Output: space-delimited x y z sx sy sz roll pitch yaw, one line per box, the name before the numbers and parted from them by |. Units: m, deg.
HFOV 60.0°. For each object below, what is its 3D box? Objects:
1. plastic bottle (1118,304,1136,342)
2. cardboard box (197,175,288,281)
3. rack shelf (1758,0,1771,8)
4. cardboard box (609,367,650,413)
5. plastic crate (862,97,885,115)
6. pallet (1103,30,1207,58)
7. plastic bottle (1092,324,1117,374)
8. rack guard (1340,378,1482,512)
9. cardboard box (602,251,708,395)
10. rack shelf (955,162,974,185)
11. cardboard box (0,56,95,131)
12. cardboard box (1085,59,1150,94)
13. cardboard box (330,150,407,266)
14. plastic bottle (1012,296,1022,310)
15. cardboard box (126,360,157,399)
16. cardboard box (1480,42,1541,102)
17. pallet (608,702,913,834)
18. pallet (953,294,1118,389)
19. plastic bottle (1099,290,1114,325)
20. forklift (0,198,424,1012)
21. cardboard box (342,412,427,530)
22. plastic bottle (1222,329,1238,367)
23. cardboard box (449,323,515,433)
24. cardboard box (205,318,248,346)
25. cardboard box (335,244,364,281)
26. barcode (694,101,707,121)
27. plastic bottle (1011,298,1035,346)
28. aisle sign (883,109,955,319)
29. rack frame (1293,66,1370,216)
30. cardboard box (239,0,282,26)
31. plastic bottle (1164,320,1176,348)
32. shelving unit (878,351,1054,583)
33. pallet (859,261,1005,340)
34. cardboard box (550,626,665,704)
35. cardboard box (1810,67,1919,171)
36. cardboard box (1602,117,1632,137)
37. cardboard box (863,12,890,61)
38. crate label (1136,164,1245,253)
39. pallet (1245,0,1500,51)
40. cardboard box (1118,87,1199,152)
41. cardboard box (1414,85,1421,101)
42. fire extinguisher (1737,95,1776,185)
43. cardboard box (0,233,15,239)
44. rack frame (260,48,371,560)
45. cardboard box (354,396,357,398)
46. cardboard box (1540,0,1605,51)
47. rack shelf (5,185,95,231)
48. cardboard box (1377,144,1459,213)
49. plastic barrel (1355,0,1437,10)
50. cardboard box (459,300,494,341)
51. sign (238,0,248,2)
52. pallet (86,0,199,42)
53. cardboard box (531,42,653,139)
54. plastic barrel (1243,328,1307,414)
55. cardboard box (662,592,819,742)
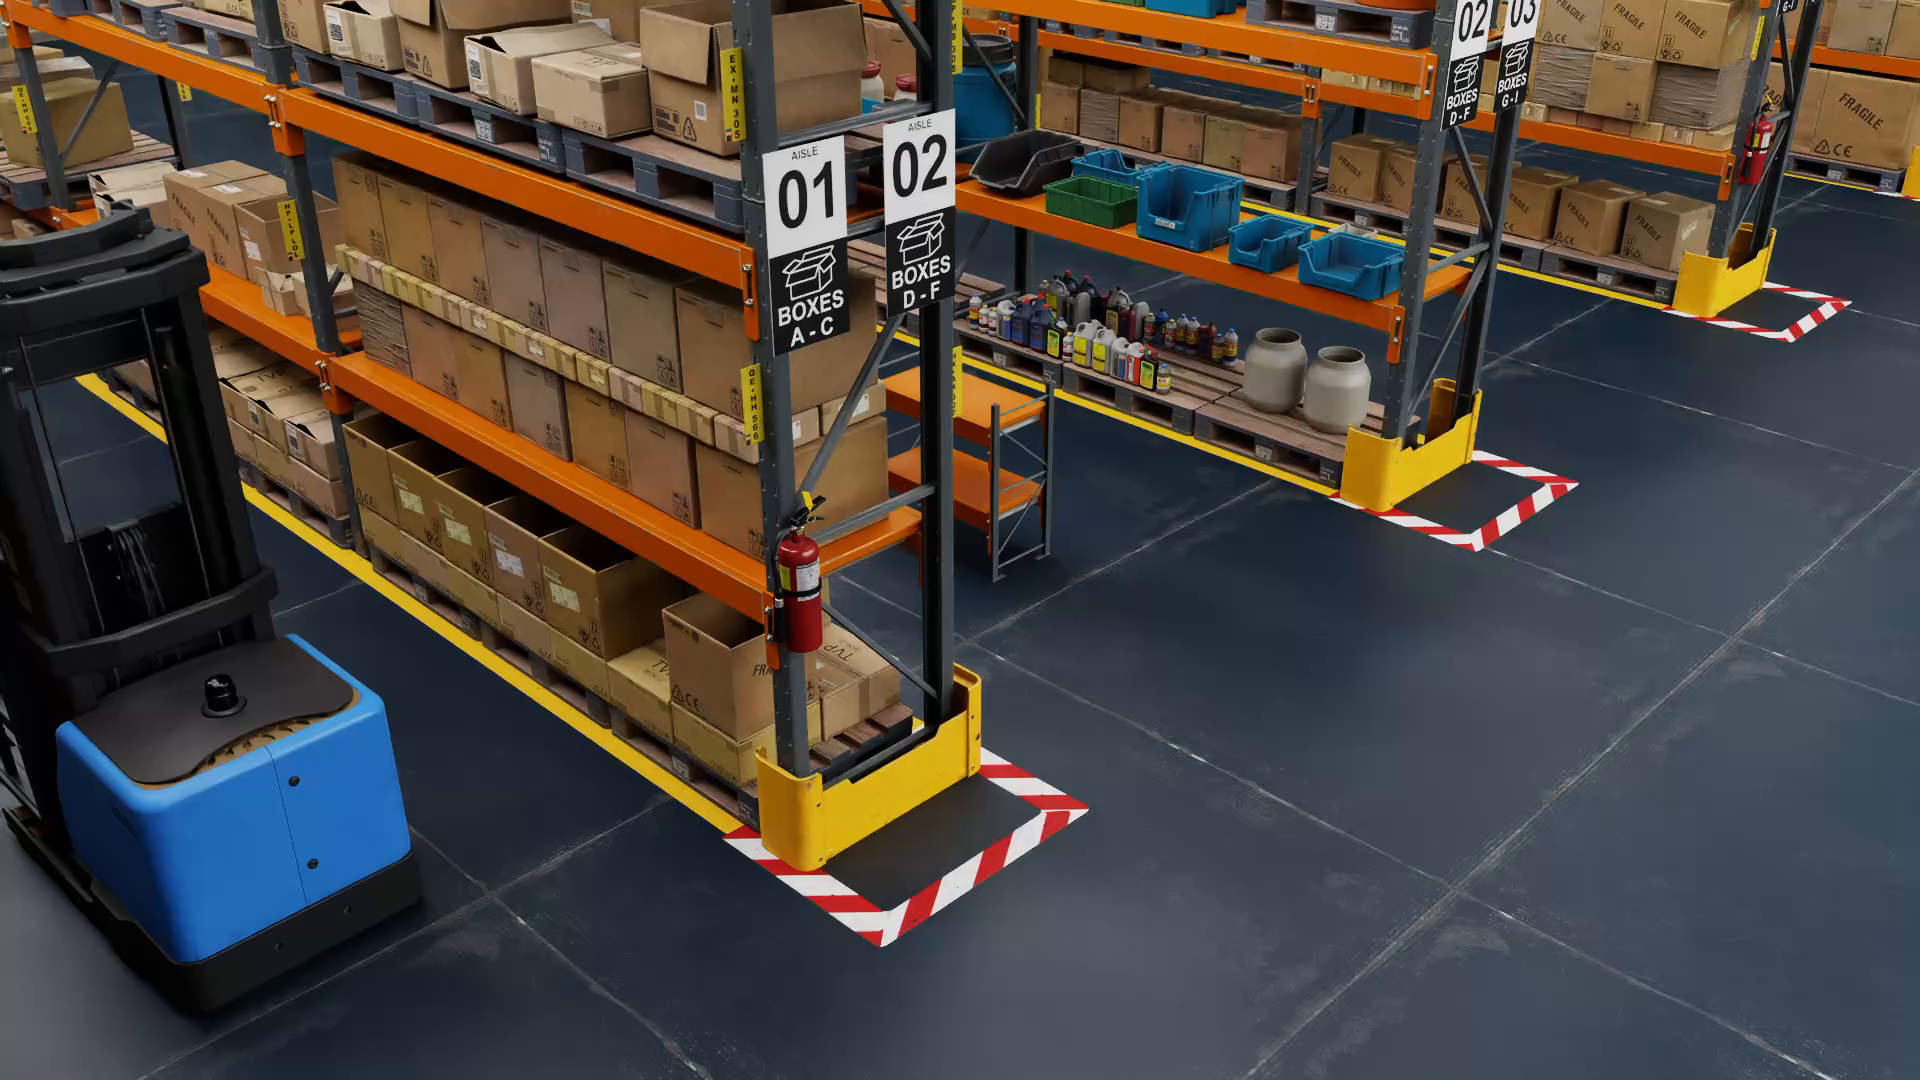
plastic bottle | 1.269 -1.657 12.625 0.133 0.283 0.061 25 36 38
cardboard box | -4.543 -2.030 10.780 0.500 0.500 0.500 25 36 38
rack shelf | 5.100 -5.037 14.157 4.000 0.370 1.077 25 36 38
cardboard box | -1.375 -0.733 7.617 0.380 0.149 0.250 -25 37 -39
plastic crate | -0.803 -3.287 13.295 0.575 0.384 0.392 25 36 38
pallet | 2.262 -5.269 17.253 1.213 0.211 1.003 25 36 38
plastic bottle | 1.057 -1.397 12.058 0.144 0.351 0.185 -24 36 -37
rack guard | 2.967 -0.635 10.920 0.348 0.500 1.175 25 36 38
cardboard box | -1.162 -1.051 7.525 0.500 0.500 0.700 23 36 37
rack shelf | -1.224 -3.371 14.211 4.000 0.370 1.077 25 36 38
cardboard box | -7.172 -3.460 13.048 0.700 0.500 0.500 -18 33 -30
cardboard box | 1.706 -5.028 17.996 0.500 0.250 0.500 -21 34 -34
cardboard box | -2.953 -1.870 9.082 0.500 0.500 0.700 25 37 39
plastic bottle | 0.446 -1.719 12.742 0.133 0.283 0.061 25 36 38
cardboard box | -5.599 -1.236 11.882 0.500 0.250 0.500 23 36 37
cardboard box | 5.038 -4.208 14.603 0.500 0.500 0.875 25 36 38
pallet | -0.996 0.909 8.294 1.213 0.211 1.003 25 36 38
pallet | 0.651 -1.570 13.009 1.213 0.211 1.003 25 36 38
plastic bottle | 1.145 -1.813 12.921 0.061 0.283 0.133 -22 35 -36
forklift | -3.737 -0.015 7.129 3.031 2.935 1.130 24 36 38
cardboard box | -3.163 -0.440 9.561 0.500 0.500 0.500 25 36 38
plastic bottle | 1.980 -1.414 12.175 0.097 0.271 0.097 0 28 0
cardboard box | -2.217 -0.961 8.747 0.700 0.500 0.500 -25 36 -38
cardboard box | -5.216 -1.313 11.424 0.500 0.311 0.500 23 36 37
cardboard box | -3.218 -1.574 9.216 0.250 0.149 0.380 25 36 38
barcode | -0.975 -1.612 6.246 0.075 0.075 0.001 25 36 38
plastic bottle | 0.486 -1.658 12.554 0.144 0.351 0.185 -24 36 -38
aisle sign | -0.160 -1.320 6.744 0.004 0.787 0.394 25 36 38
rack frame | 3.674 -4.681 15.929 0.127 3.000 1.000 25 36 38
cardboard box | -3.706 -3.046 9.306 0.500 0.250 0.500 -21 34 -34
plastic bottle | 1.593 -1.560 12.528 0.097 0.201 0.097 0 28 0
shelving unit | -0.005 -0.500 9.992 1.048 1.125 0.538 25 36 38
pallet | -0.385 -2.046 13.915 1.213 0.211 1.003 25 36 38
cardboard box | -1.734 0.543 8.497 0.500 0.250 0.500 25 36 38
cardboard box | 9.546 -4.433 17.290 0.875 0.875 0.875 25 37 39
cardboard box | 5.619 -3.522 13.995 0.250 0.149 0.380 25 36 38
cardboard box | -0.922 -6.043 20.351 0.875 0.875 1.225 23 36 37
crate label | 1.552 -2.258 11.284 0.616 0.435 0.502 25 36 38
pallet | 2.533 -3.278 10.242 1.213 0.211 1.003 25 36 38
cardboard box | 2.127 -4.503 17.804 0.700 0.500 0.500 -22 35 -35
cardboard box | 4.318 -4.068 15.033 0.250 0.149 0.380 25 36 38
fire extinguisher | 6.285 -3.151 13.103 0.183 0.674 0.296 25 36 38
cardboard box | -7.705 -2.353 13.716 0.500 0.500 0.500 23 35 37
rack frame | -3.274 -1.394 9.679 0.127 3.000 1.000 25 36 38
cardboard box | -3.747 -0.994 10.818 0.500 0.311 0.500 24 36 38
cardboard box | 5.246 -4.417 13.925 0.500 0.500 0.500 25 36 38
rack shelf | -7.552 -3.034 13.570 4.000 0.370 1.077 25 36 38
cardboard box | 4.345 -3.432 15.789 0.500 0.500 0.500 -13 31 -24
plastic barrel | 2.618 -3.552 9.646 0.708 0.830 0.600 25 36 38
cardboard box | -2.296 -1.155 8.419 0.250 0.149 0.380 23 36 37
sign | -3.647 -2.907 8.439 0.005 0.325 0.100 25 36 38
pallet | -4.780 -3.388 10.450 1.003 0.211 1.213 -23 36 -37
cardboard box | -1.427 -1.887 6.951 0.500 0.250 0.500 25 36 38
plastic barrel | 2.174 -1.170 11.473 0.421 0.512 0.421 0 28 0
cardboard box | -1.012 0.534 7.709 0.500 0.500 0.500 25 36 38
